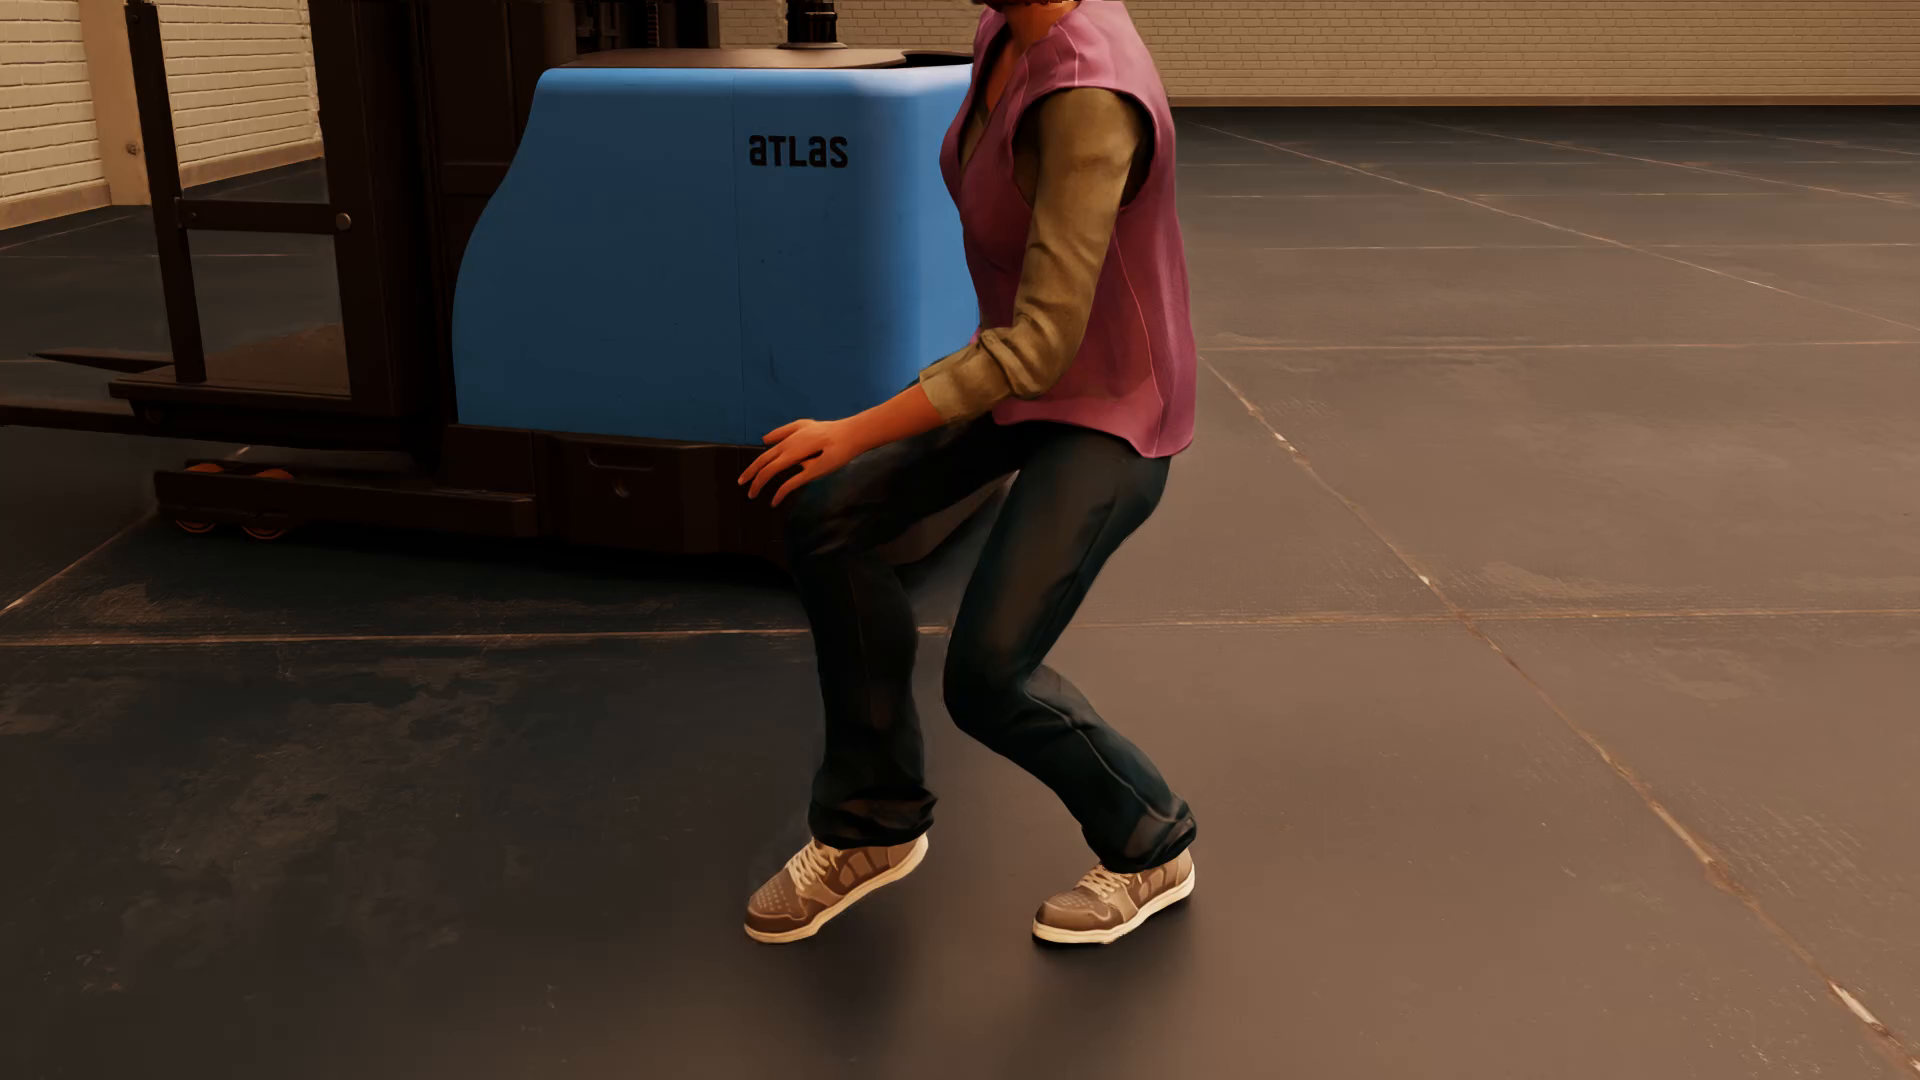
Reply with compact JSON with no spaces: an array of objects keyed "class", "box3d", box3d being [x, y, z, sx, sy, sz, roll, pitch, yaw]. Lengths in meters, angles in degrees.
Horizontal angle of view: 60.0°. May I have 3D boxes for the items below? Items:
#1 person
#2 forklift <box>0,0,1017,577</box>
[{"class":"person","box3d":[-0.006,-0.167,2.112,0.673,1.409,0.639,-9,19,-27]},{"class":"forklift","box3d":[-1.402,-1.542,3.950,3.031,2.935,1.130,5,18,16]}]
